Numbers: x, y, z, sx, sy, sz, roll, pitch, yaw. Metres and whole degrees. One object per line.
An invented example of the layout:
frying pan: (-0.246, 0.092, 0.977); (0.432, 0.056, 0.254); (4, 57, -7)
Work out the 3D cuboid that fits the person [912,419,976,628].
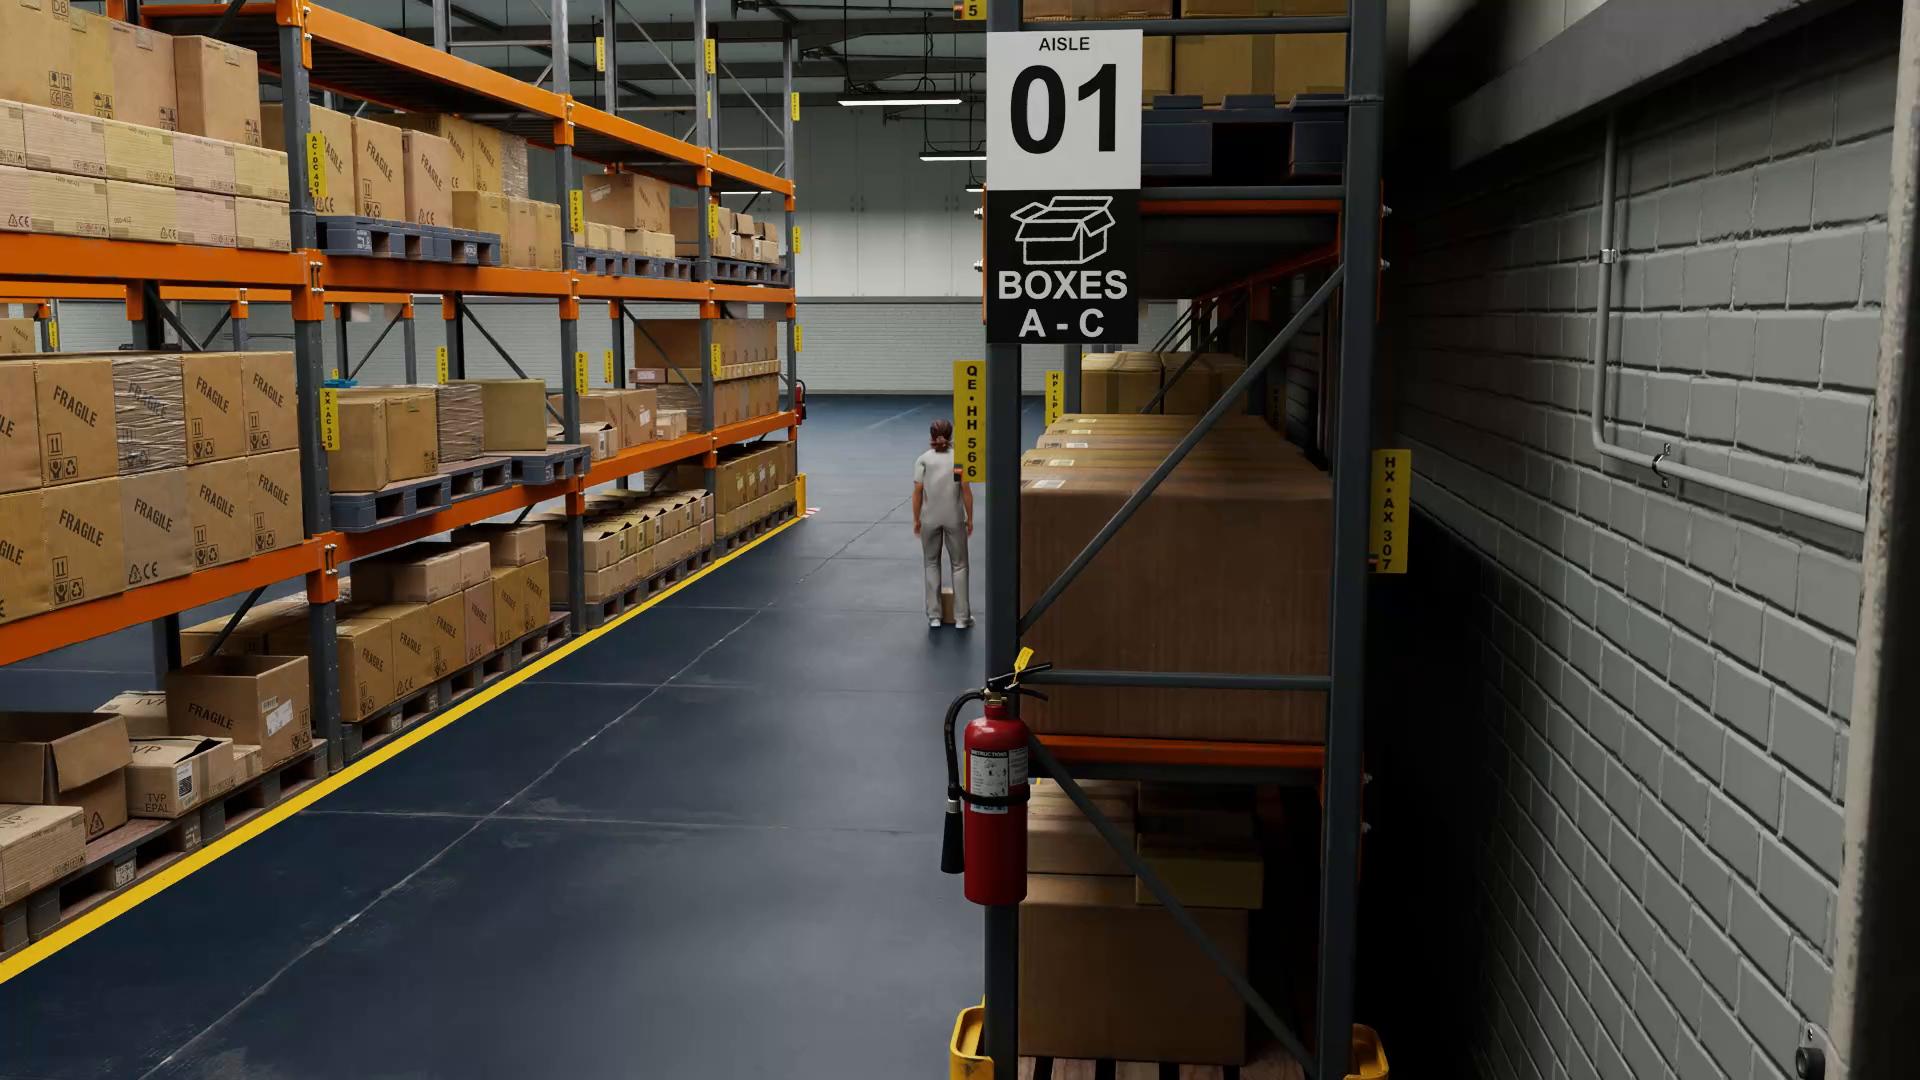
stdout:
person: (-0.128, -0.136, 13.317); (0.498, 1.671, 0.416); (0, 8, 3)
